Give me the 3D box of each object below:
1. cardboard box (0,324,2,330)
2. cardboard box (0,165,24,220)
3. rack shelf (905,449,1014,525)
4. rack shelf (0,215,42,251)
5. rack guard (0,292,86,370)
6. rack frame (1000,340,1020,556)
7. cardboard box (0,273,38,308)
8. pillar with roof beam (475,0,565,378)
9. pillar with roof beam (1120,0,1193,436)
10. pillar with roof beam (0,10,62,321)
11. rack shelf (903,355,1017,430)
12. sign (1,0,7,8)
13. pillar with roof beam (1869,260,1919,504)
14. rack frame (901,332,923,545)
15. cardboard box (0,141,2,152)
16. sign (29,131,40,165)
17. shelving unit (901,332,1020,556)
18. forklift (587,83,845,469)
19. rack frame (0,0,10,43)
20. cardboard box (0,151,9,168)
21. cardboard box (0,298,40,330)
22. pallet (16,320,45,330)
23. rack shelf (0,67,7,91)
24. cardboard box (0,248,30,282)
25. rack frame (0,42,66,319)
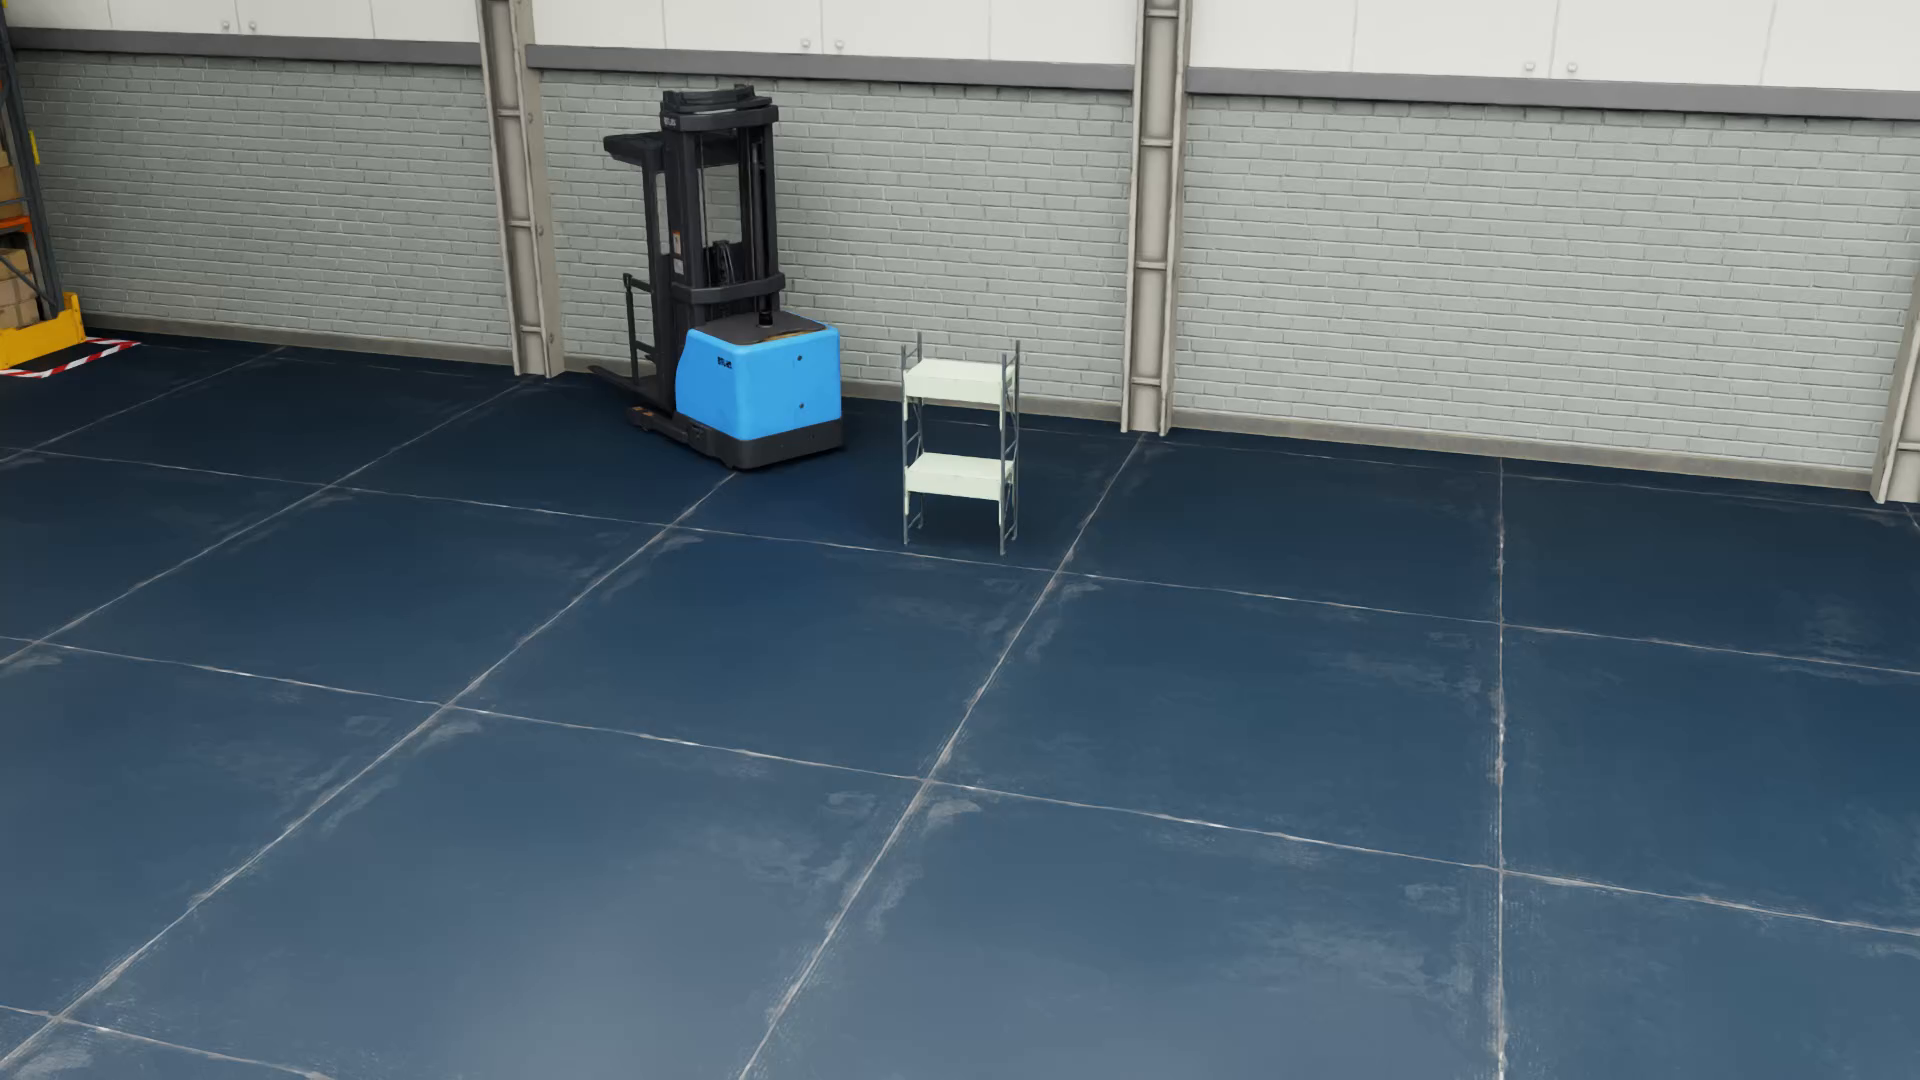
[{"bbox_3d":[-9.983,-2.140,16.604,0.500,0.250,0.500,7,23,16],"label":"cardboard box"},{"bbox_3d":[-9.836,-3.483,16.676,0.500,0.500,0.500,7,23,17],"label":"cardboard box"},{"bbox_3d":[0.006,-0.392,12.107,0.720,0.370,0.431,7,23,16],"label":"rack shelf"},{"bbox_3d":[-11.357,-3.168,16.988,4.000,0.370,1.077,7,23,16],"label":"rack shelf"},{"bbox_3d":[-9.419,-2.122,16.785,0.348,0.500,1.175,7,23,16],"label":"rack guard"},{"bbox_3d":[0.357,-0.653,11.886,0.023,1.500,0.400,7,23,16],"label":"rack frame"},{"bbox_3d":[-9.832,-2.562,16.973,0.500,0.250,0.500,7,23,16],"label":"cardboard box"},{"bbox_3d":[-5.347,-4.239,10.746,0.400,9.000,9.100,7,23,16],"label":"pillar with roof beam"},{"bbox_3d":[0.397,-3.581,9.142,0.400,9.000,9.100,7,23,16],"label":"pillar with roof beam"},{"bbox_3d":[-11.092,-4.896,12.349,0.400,9.000,9.100,7,23,16],"label":"pillar with roof beam"},{"bbox_3d":[0.006,-1.054,11.836,0.720,0.370,0.431,7,23,16],"label":"rack shelf"},{"bbox_3d":[-9.276,-5.311,16.056,0.005,0.325,0.100,7,23,16],"label":"sign"},{"bbox_3d":[6.141,-2.923,7.539,0.400,9.000,9.100,7,23,16],"label":"pillar with roof beam"},{"bbox_3d":[-0.344,-0.733,12.081,0.023,1.500,0.400,7,23,16],"label":"rack frame"},{"bbox_3d":[-9.702,-3.880,16.397,0.250,0.149,0.380,6,23,14],"label":"cardboard box"},{"bbox_3d":[-9.276,-3.919,16.627,0.005,0.325,0.100,7,23,16],"label":"sign"},{"bbox_3d":[0.006,-0.693,11.984,0.755,1.500,0.431,7,23,16],"label":"shelving unit"},{"bbox_3d":[-2.299,-2.422,14.313,1.130,2.935,3.031,-17,28,-36],"label":"forklift"},{"bbox_3d":[-9.442,-6.057,15.178,0.127,3.000,1.000,7,23,16],"label":"rack frame"},{"bbox_3d":[-9.692,-3.759,16.495,0.250,0.149,0.380,6,23,14],"label":"cardboard box"},{"bbox_3d":[-9.855,-2.328,17.063,0.500,0.250,0.500,7,23,16],"label":"cardboard box"},{"bbox_3d":[-10.186,-2.060,17.013,1.213,0.211,1.003,7,23,16],"label":"pallet"},{"bbox_3d":[-11.357,-4.555,16.418,4.000,0.370,1.077,7,23,16],"label":"rack shelf"},{"bbox_3d":[-9.847,-2.787,16.865,0.500,0.250,0.500,6,23,15],"label":"cardboard box"},{"bbox_3d":[-9.442,-3.281,16.317,0.127,3.000,1.000,7,23,16],"label":"rack frame"}]
